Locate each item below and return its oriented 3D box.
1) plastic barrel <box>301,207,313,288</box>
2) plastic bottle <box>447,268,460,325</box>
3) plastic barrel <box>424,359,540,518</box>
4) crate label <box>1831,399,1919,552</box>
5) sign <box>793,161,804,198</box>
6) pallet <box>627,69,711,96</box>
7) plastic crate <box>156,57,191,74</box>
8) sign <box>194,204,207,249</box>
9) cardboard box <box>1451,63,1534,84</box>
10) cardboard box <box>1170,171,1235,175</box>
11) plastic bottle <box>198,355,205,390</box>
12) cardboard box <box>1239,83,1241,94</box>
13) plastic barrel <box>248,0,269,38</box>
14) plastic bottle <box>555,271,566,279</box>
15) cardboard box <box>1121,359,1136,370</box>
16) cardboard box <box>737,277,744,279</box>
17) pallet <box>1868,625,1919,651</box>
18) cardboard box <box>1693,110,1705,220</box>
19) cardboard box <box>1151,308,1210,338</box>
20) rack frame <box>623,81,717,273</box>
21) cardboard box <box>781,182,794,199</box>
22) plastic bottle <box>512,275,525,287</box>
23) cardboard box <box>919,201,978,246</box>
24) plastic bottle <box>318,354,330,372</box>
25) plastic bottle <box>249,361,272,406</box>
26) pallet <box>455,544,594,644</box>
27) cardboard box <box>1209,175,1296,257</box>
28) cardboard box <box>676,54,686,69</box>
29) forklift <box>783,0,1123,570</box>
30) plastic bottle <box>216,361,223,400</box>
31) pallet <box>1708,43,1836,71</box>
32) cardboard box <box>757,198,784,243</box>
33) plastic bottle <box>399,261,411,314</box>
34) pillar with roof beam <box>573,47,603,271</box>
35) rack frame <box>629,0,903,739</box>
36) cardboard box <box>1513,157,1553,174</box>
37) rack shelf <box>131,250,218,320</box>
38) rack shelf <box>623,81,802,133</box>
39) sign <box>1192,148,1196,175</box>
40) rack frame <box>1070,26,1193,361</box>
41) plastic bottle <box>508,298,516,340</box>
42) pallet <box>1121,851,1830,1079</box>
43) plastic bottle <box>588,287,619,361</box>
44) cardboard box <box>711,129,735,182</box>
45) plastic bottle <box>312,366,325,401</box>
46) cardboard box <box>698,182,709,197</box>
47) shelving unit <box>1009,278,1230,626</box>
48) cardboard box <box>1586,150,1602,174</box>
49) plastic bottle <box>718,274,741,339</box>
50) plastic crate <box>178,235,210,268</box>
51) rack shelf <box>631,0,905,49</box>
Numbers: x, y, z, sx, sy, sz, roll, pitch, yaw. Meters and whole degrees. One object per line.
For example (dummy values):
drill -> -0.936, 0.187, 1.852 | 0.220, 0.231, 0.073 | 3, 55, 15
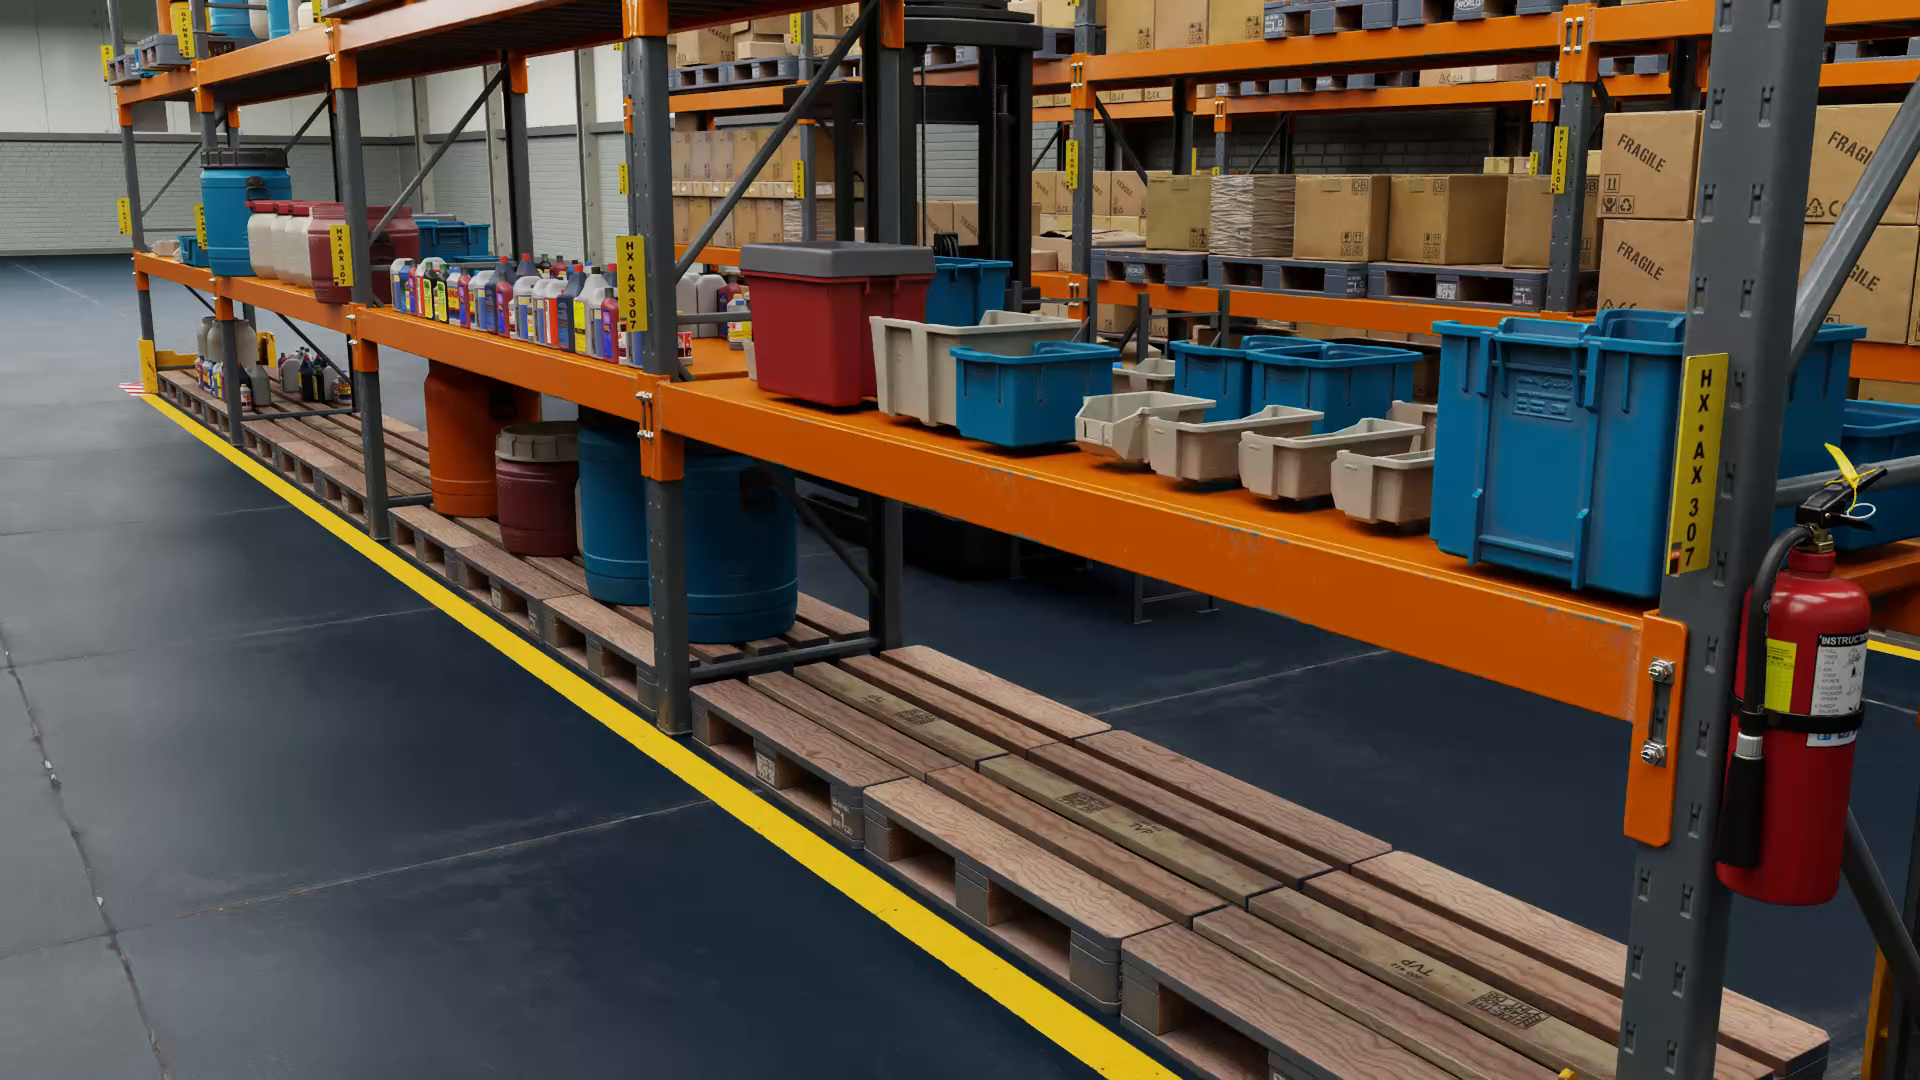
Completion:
plastic barrel -> -3.869, -1.810, 10.357 | 0.421, 0.512, 0.421 | 0, 12, 0
plastic bottle -> -2.417, -1.174, 8.011 | 0.097, 0.271, 0.097 | 0, 12, 0
plastic barrel -> -2.602, -0.583, 9.104 | 0.600, 0.830, 0.708 | -8, 15, -33
crate label -> 1.682, -0.131, 3.190 | 0.416, 0.233, 0.303 | -8, 15, -33
sign -> -1.439, -3.216, 14.834 | 0.100, 0.325, 0.005 | -8, 15, -33
pallet -> -2.824, -4.825, 17.589 | 1.003, 0.211, 1.213 | -8, 15, -33
plastic crate -> -6.330, -3.809, 13.353 | 0.243, 0.136, 0.396 | -8, 15, -33
sign -> -5.568, -2.307, 12.240 | 0.100, 0.325, 0.005 | -8, 15, -33
cardboard box -> 4.736, -4.223, 14.794 | 0.500, 0.311, 0.500 | -8, 15, -33
cardboard box -> 2.624, -3.757, 18.071 | 0.500, 0.500, 0.500 | -8, 15, -33
plastic bottle -> -6.465, -1.432, 14.217 | 0.061, 0.283, 0.133 | -8, 15, -32
cardboard box -> 3.082, -5.048, 18.122 | 0.500, 0.500, 0.500 | -8, 14, -31
plastic barrel -> -5.179, -4.059, 12.638 | 0.421, 0.512, 0.421 | 0, 12, 0
plastic bottle -> -2.132, -1.341, 8.937 | 0.097, 0.201, 0.097 | 0, 12, 0
cardboard box -> 1.252, -0.988, 11.678 | 0.500, 0.500, 0.500 | -7, 14, -30
cardboard box -> -2.083, -2.523, 17.578 | 0.500, 0.500, 0.500 | -8, 15, -33
pallet -> 4.514, 0.304, 7.476 | 1.003, 0.211, 1.213 | -8, 15, -33
cardboard box -> 3.767, -1.726, 7.658 | 0.500, 0.500, 0.500 | -9, 15, -35
cardboard box -> 2.535, -2.581, 18.963 | 0.500, 0.500, 0.500 | -9, 16, -37
rack frame -> -3.194, -3.531, 18.489 | 1.000, 3.000, 0.127 | -8, 15, -33
cardboard box -> -1.443, -3.253, 15.464 | 0.380, 0.149, 0.250 | -8, 15, -34
plastic bottle -> -1.954, -1.049, 7.438 | 0.097, 0.271, 0.097 | 0, 12, 0
cardboard box -> 0.003, -2.548, 13.756 | 0.500, 0.500, 0.500 | -8, 15, -33
plastic bottle -> -5.206, -1.348, 13.675 | 0.144, 0.351, 0.185 | -8, 14, -31
plastic bottle -> -5.581, -1.253, 13.240 | 0.144, 0.351, 0.185 | -8, 15, -33
pallet -> -1.744, 0.191, 7.993 | 1.003, 0.211, 1.213 | -8, 15, -33
cardboard box -> 2.028, -2.079, 10.629 | 0.700, 0.500, 0.500 | -5, 13, -22
cardboard box -> -2.689, -4.918, 17.084 | 0.380, 0.149, 0.250 | -8, 15, -33
forklift -> -0.323, -1.546, 9.571 | 1.130, 2.935, 3.031 | -7, 14, -30
plastic bottle -> -5.986, -1.327, 13.581 | 0.144, 0.351, 0.185 | -8, 15, -33
pallet -> 6.383, -3.762, 12.964 | 1.003, 0.211, 1.213 | -7, 14, -30
cardboard box -> -1.527, -3.040, 16.008 | 0.700, 0.500, 0.500 | -8, 15, -33
plastic bottle -> -2.876, -1.321, 8.683 | 0.097, 0.271, 0.097 | 0, 12, 0
pillar with roof beam -> -11.521, -9.719, 32.740 | 9.100, 9.000, 0.400 | -8, 15, -33
rack frame -> -0.671, -0.812, 6.052 | 1.000, 3.000, 0.127 | -8, 15, -33
cardboard box -> 5.144, -3.334, 14.805 | 0.380, 0.149, 0.250 | -11, 16, -40
rack shelf -> -6.212, -2.239, 14.262 | 1.077, 0.370, 4.000 | -8, 15, -33
rack shelf -> -2.086, -4.290, 16.619 | 1.077, 0.370, 4.000 | -8, 15, -33
sign -> 1.684, -2.702, 12.169 | 0.100, 0.325, 0.005 | -8, 15, -33
rack frame -> 1.238, -2.109, 11.983 | 1.000, 3.000, 0.127 | -8, 15, -33
plastic bottle -> -1.931, -0.984, 7.304 | 0.097, 0.201, 0.097 | 0, 12, 0
pallet -> 1.120, 1.111, 3.789 | 1.003, 0.211, 1.213 | -8, 15, -33
plastic bottle -> -1.361, -0.848, 6.508 | 0.152, 0.276, 0.135 | -8, 15, -33
cardboard box -> -2.064, -3.849, 16.669 | 0.700, 0.500, 0.500 | -8, 15, -33
plastic bottle -> -5.206, -1.273, 13.488 | 0.061, 0.283, 0.133 | -8, 15, -33
cardboard box -> -2.441, -3.573, 16.927 | 0.380, 0.149, 0.250 | -8, 15, -33
shelving unit -> 0.735, -0.466, 7.980 | 0.538, 1.500, 1.048 | -7, 14, -30
cardboard box -> 5.413, -3.150, 14.011 | 0.500, 0.250, 0.500 | -8, 14, -31
plastic bottle -> -1.012, -1.028, 7.316 | 0.061, 0.283, 0.133 | -8, 15, -33
plastic crate -> -5.943, -2.327, 13.327 | 0.499, 0.251, 0.616 | -8, 15, -33
rack shelf -> 0.437, -1.570, 4.182 | 1.077, 0.370, 4.000 | -8, 15, -33
